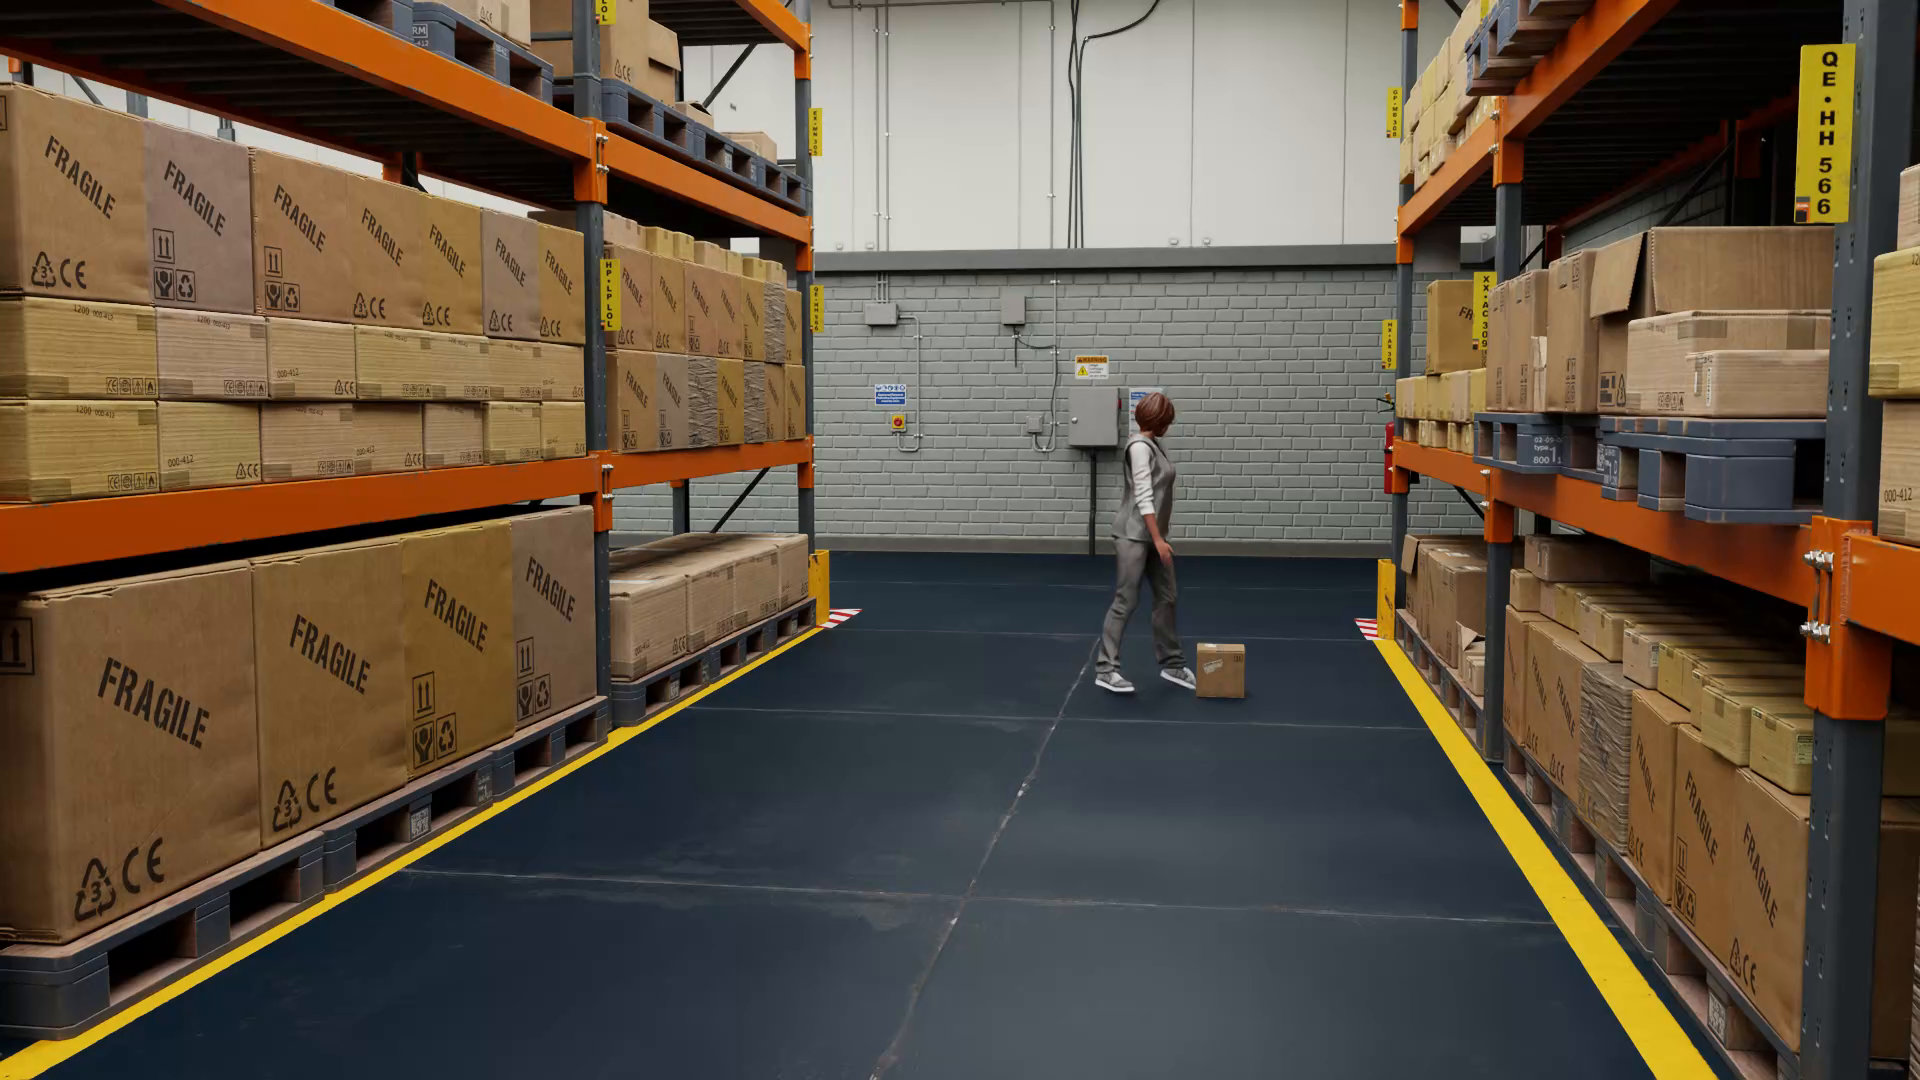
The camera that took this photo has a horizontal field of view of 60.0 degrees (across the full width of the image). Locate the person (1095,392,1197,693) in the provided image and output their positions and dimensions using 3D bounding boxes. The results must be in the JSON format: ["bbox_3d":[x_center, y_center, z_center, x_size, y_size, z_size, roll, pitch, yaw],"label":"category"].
[{"bbox_3d":[1.014,0.030,8.890,0.538,1.592,0.518,2,5,24],"label":"person"}]
